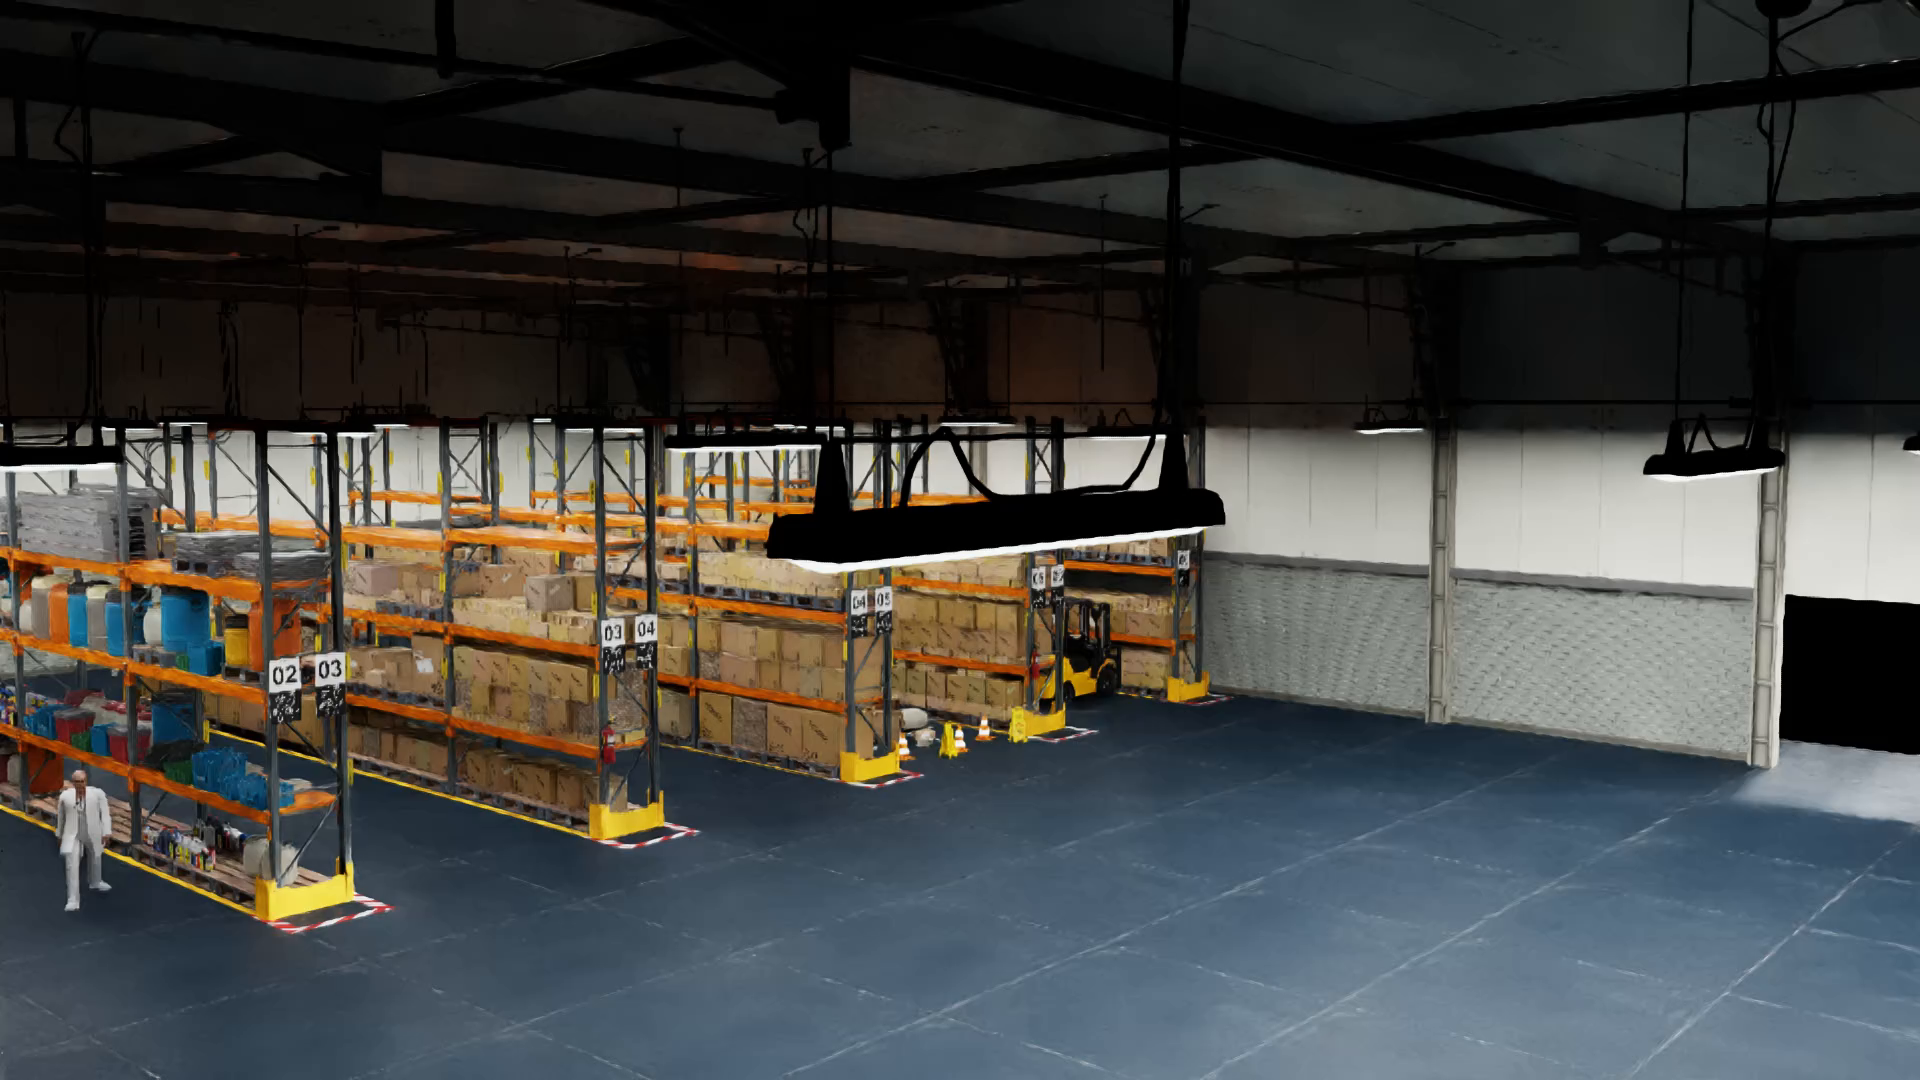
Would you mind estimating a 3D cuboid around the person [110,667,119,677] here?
[{"bbox_3d":[-19.454,2.278,38.545,0.576,1.724,0.961,-2,5,-27],"label":"person"}]

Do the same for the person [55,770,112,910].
[{"bbox_3d":[-11.066,3.728,20.998,0.636,1.723,1.045,-3,5,-28],"label":"person"}]
